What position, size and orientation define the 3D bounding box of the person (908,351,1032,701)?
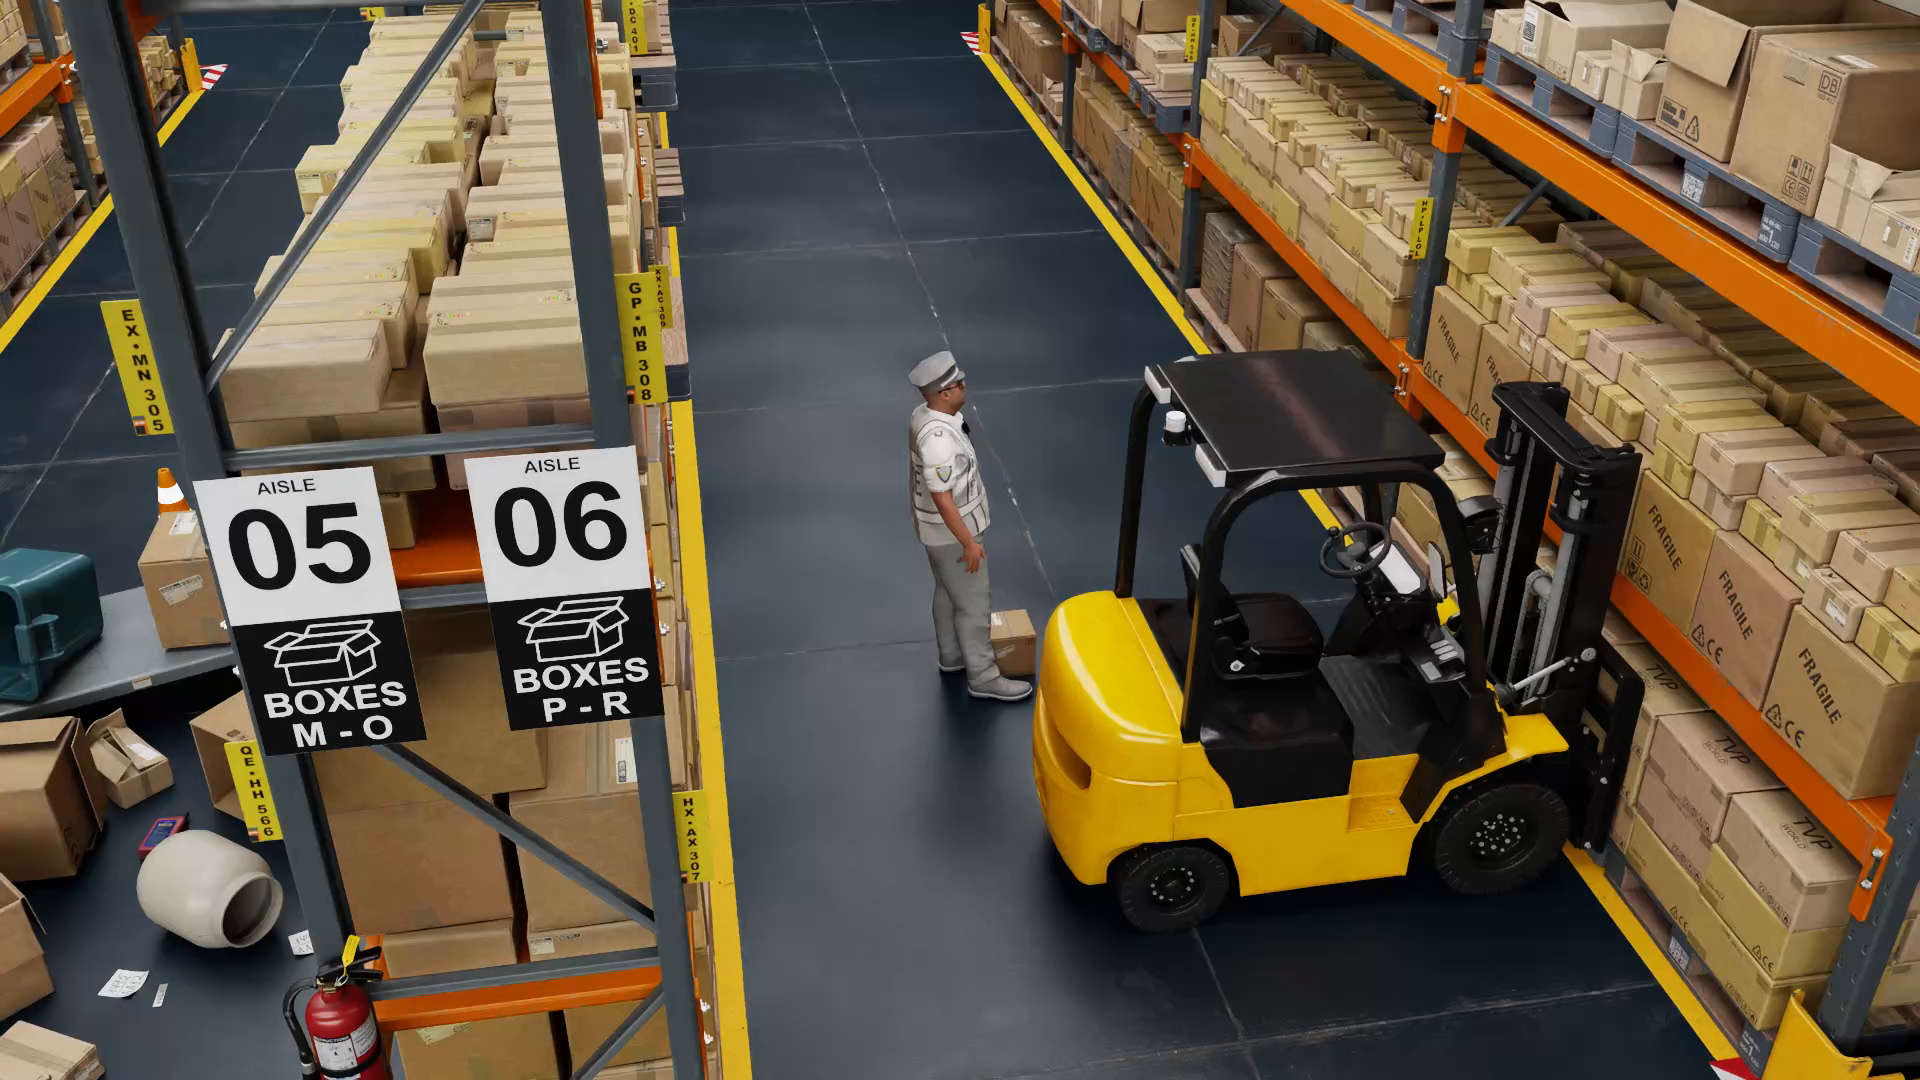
[{"bbox_3d":[0.041,-0.088,8.234,0.574,1.779,0.641,-5,31,-9],"label":"person"}]
